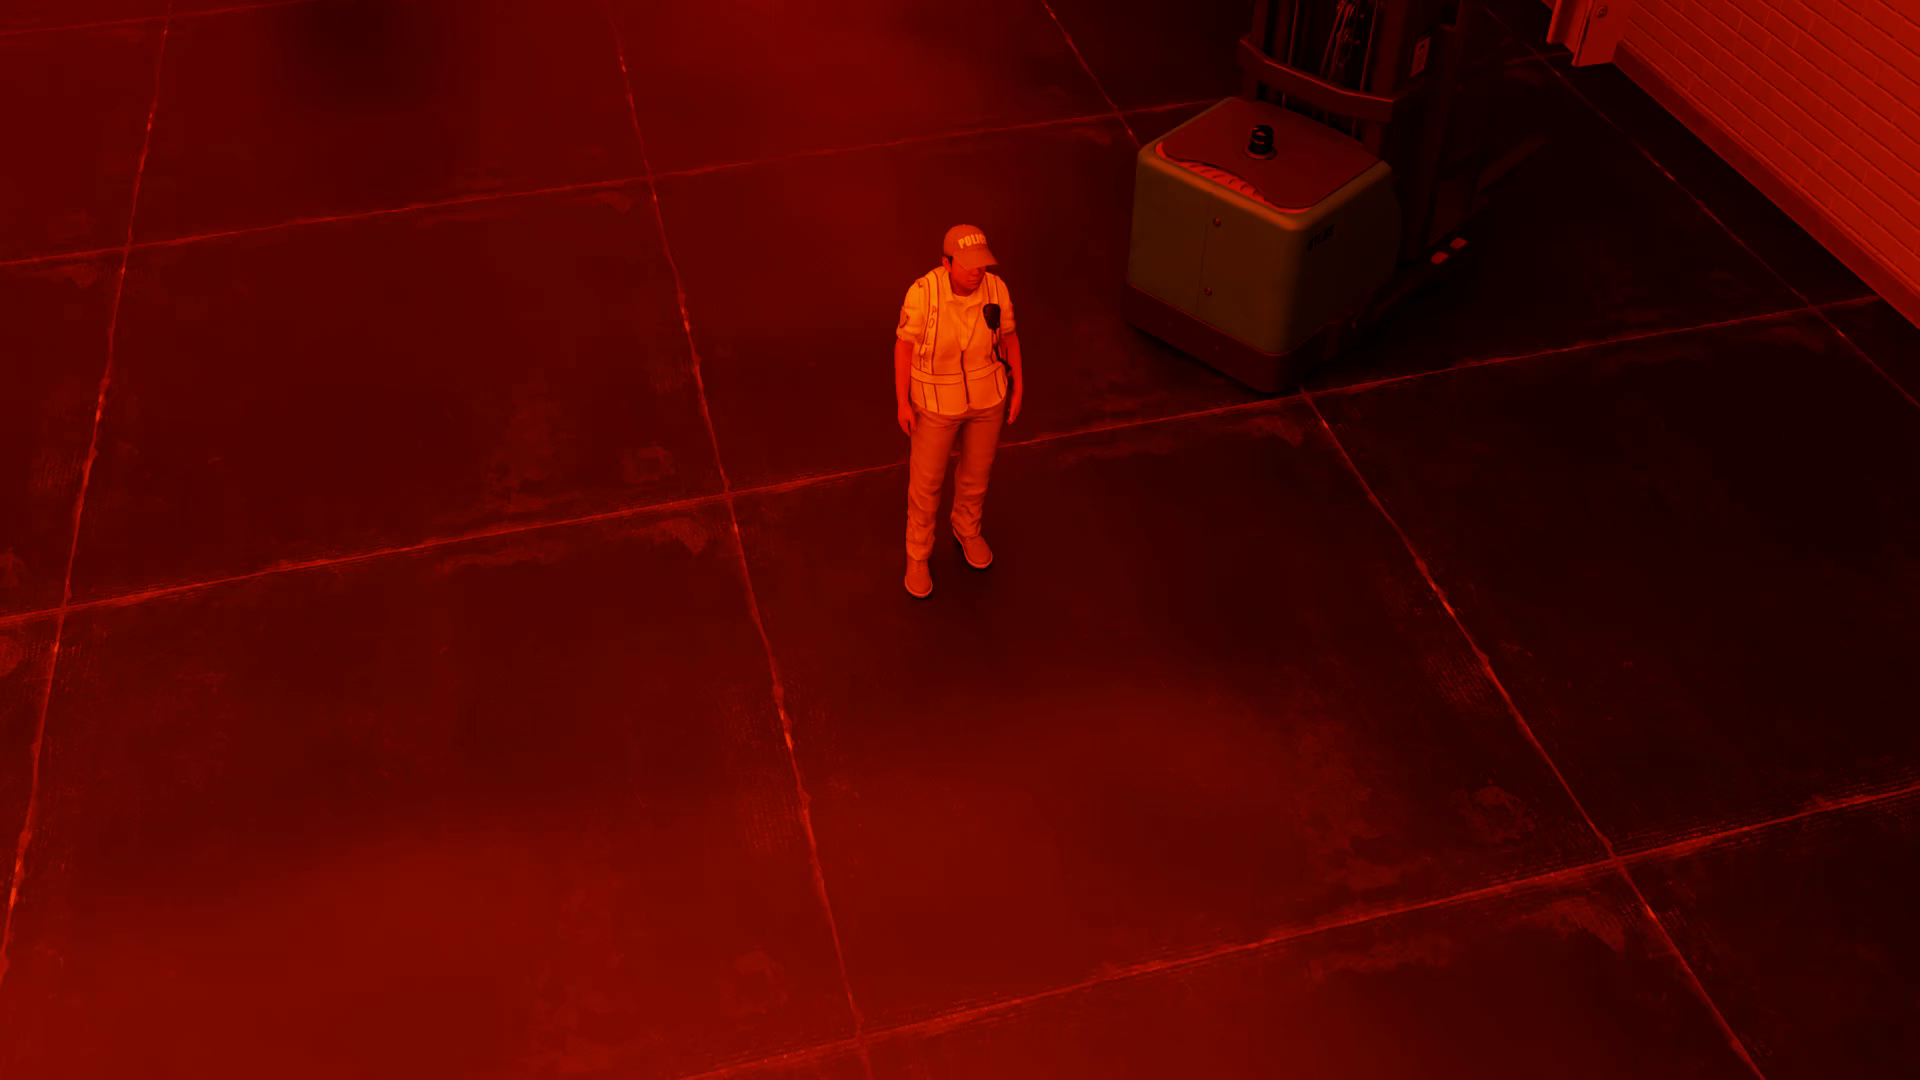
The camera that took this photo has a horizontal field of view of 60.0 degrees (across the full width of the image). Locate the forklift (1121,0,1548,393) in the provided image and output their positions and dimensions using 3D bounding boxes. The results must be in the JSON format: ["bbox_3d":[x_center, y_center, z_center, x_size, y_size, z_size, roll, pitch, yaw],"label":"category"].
[{"bbox_3d":[2.252,-2.729,8.532,1.130,2.935,3.031,33,53,30],"label":"forklift"}]

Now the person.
[{"bbox_3d":[-0.003,-0.557,7.143,0.598,1.670,0.529,-10,44,-11],"label":"person"}]
